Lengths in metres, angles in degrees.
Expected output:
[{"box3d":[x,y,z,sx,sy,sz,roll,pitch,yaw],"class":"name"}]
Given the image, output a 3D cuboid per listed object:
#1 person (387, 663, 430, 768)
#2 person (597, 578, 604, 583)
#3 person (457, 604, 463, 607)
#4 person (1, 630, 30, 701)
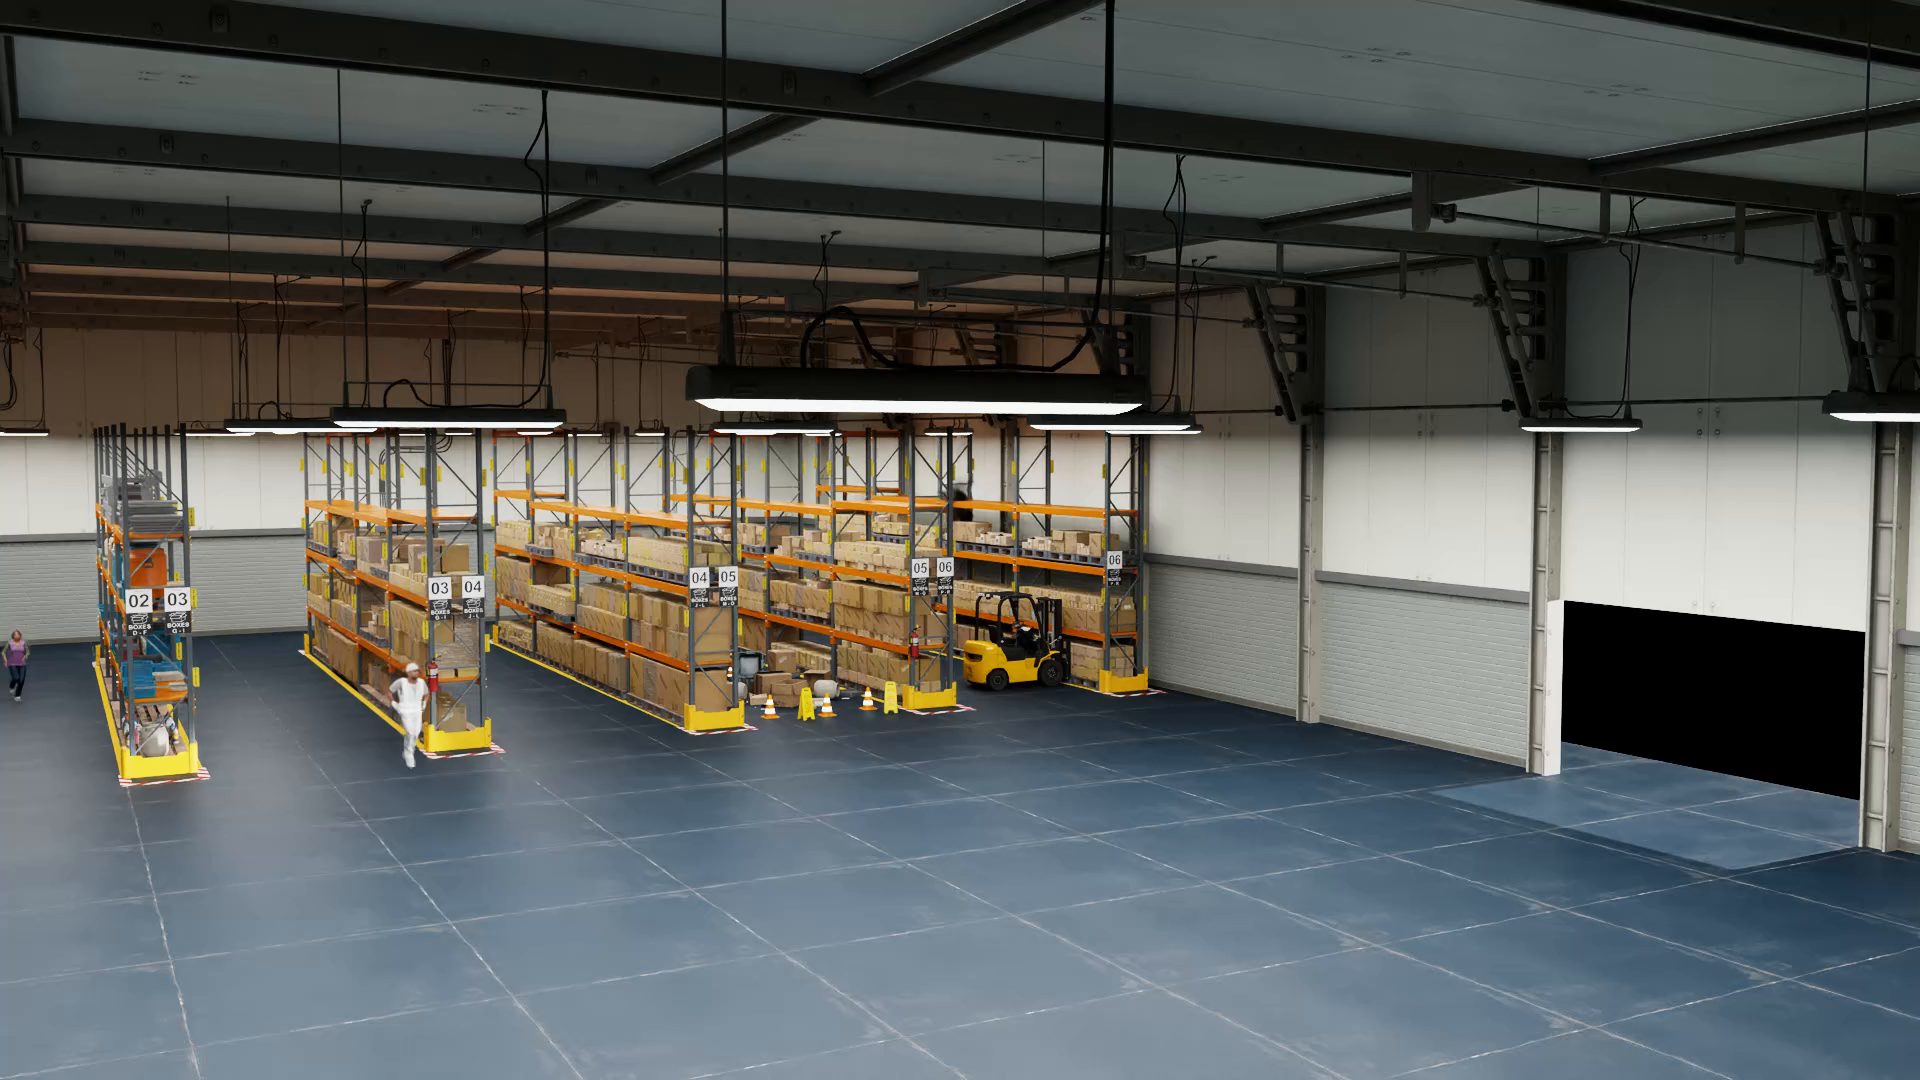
[{"box3d":[-9.662,3.071,29.278,0.717,1.807,0.691,3,5,45],"class":"person"},{"box3d":[-10.727,1.922,49.605,0.672,1.611,0.508,-2,4,-30],"class":"person"},{"box3d":[-13.887,2.149,45.989,0.632,1.619,0.514,0,3,-5],"class":"person"},{"box3d":[-20.580,2.750,36.297,0.533,1.561,0.534,-3,5,-40],"class":"person"}]
